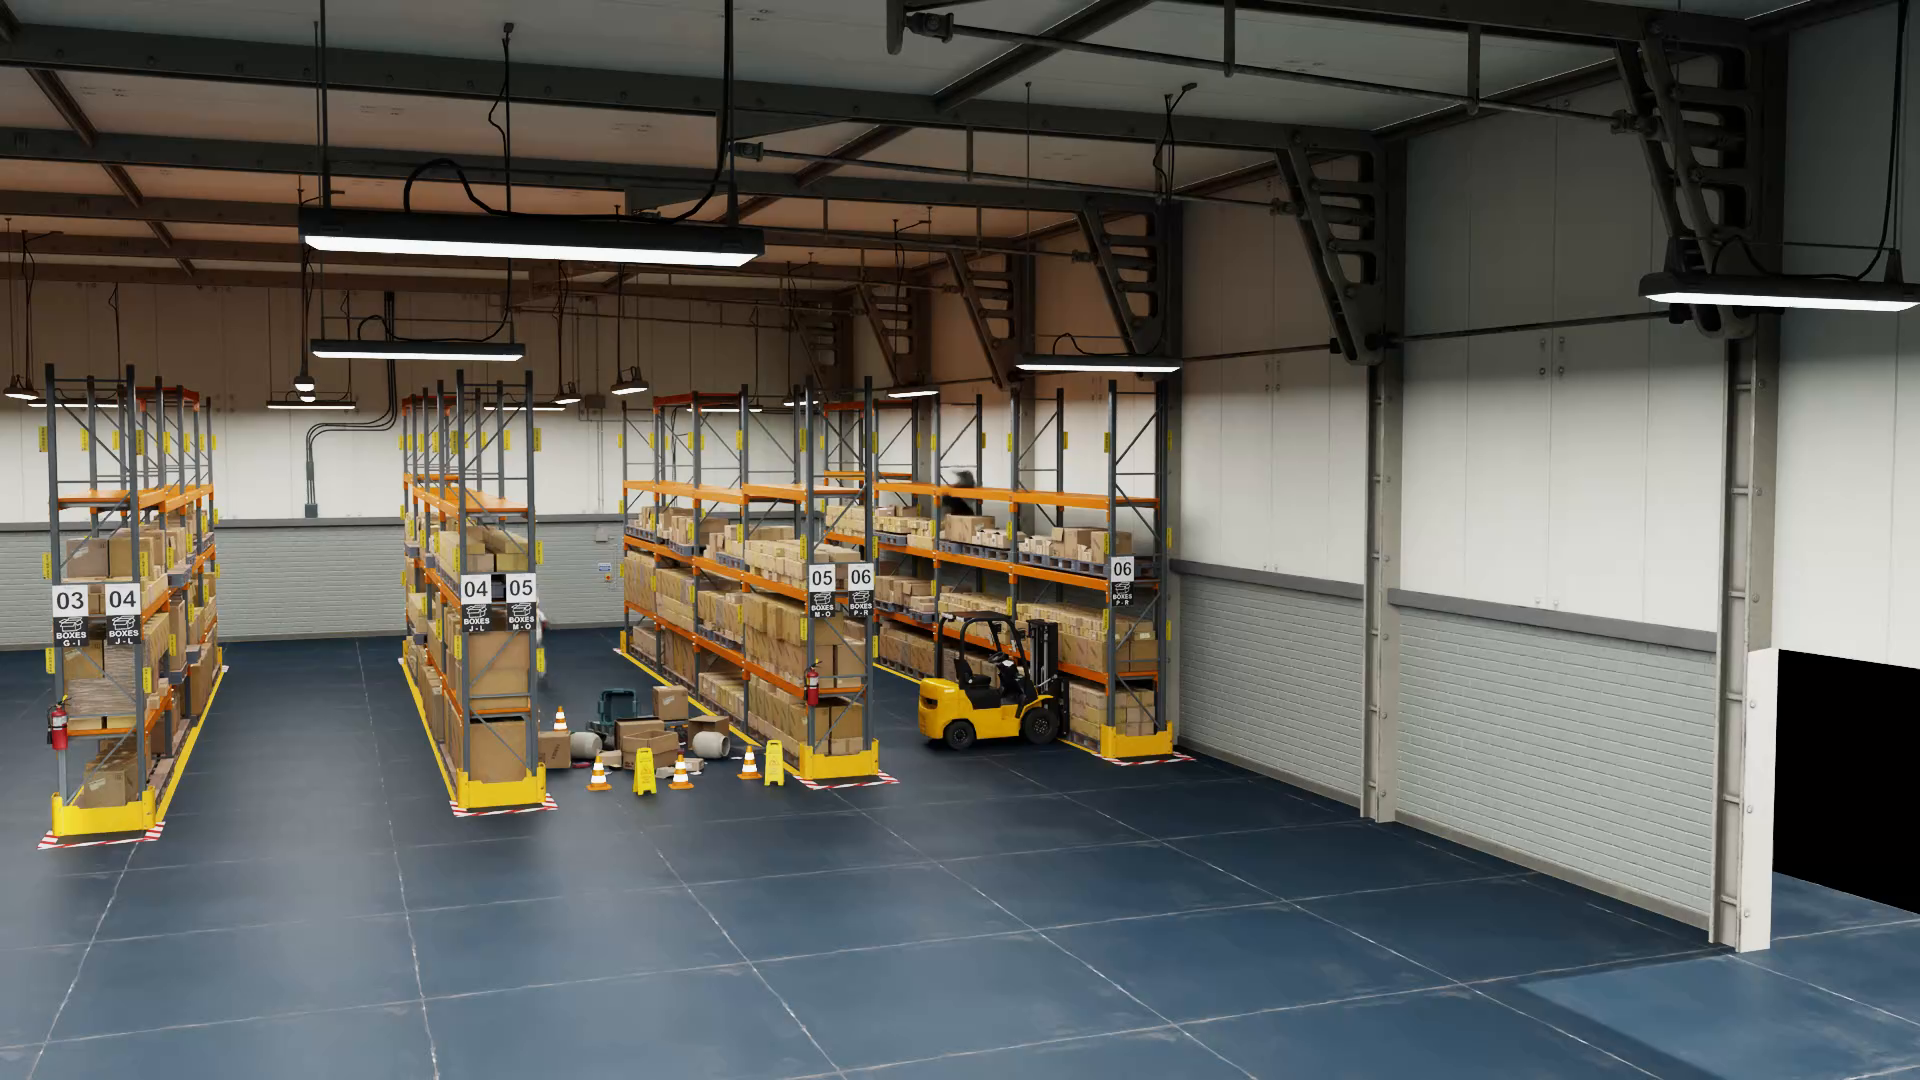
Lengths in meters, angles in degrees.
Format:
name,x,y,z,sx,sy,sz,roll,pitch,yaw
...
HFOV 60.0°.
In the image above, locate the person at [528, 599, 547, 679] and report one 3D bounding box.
name,x,y,z,sx,sy,sz,roll,pitch,yaw
person,-9.099,2.067,35.278,0.643,1.745,0.602,-1,4,-19
